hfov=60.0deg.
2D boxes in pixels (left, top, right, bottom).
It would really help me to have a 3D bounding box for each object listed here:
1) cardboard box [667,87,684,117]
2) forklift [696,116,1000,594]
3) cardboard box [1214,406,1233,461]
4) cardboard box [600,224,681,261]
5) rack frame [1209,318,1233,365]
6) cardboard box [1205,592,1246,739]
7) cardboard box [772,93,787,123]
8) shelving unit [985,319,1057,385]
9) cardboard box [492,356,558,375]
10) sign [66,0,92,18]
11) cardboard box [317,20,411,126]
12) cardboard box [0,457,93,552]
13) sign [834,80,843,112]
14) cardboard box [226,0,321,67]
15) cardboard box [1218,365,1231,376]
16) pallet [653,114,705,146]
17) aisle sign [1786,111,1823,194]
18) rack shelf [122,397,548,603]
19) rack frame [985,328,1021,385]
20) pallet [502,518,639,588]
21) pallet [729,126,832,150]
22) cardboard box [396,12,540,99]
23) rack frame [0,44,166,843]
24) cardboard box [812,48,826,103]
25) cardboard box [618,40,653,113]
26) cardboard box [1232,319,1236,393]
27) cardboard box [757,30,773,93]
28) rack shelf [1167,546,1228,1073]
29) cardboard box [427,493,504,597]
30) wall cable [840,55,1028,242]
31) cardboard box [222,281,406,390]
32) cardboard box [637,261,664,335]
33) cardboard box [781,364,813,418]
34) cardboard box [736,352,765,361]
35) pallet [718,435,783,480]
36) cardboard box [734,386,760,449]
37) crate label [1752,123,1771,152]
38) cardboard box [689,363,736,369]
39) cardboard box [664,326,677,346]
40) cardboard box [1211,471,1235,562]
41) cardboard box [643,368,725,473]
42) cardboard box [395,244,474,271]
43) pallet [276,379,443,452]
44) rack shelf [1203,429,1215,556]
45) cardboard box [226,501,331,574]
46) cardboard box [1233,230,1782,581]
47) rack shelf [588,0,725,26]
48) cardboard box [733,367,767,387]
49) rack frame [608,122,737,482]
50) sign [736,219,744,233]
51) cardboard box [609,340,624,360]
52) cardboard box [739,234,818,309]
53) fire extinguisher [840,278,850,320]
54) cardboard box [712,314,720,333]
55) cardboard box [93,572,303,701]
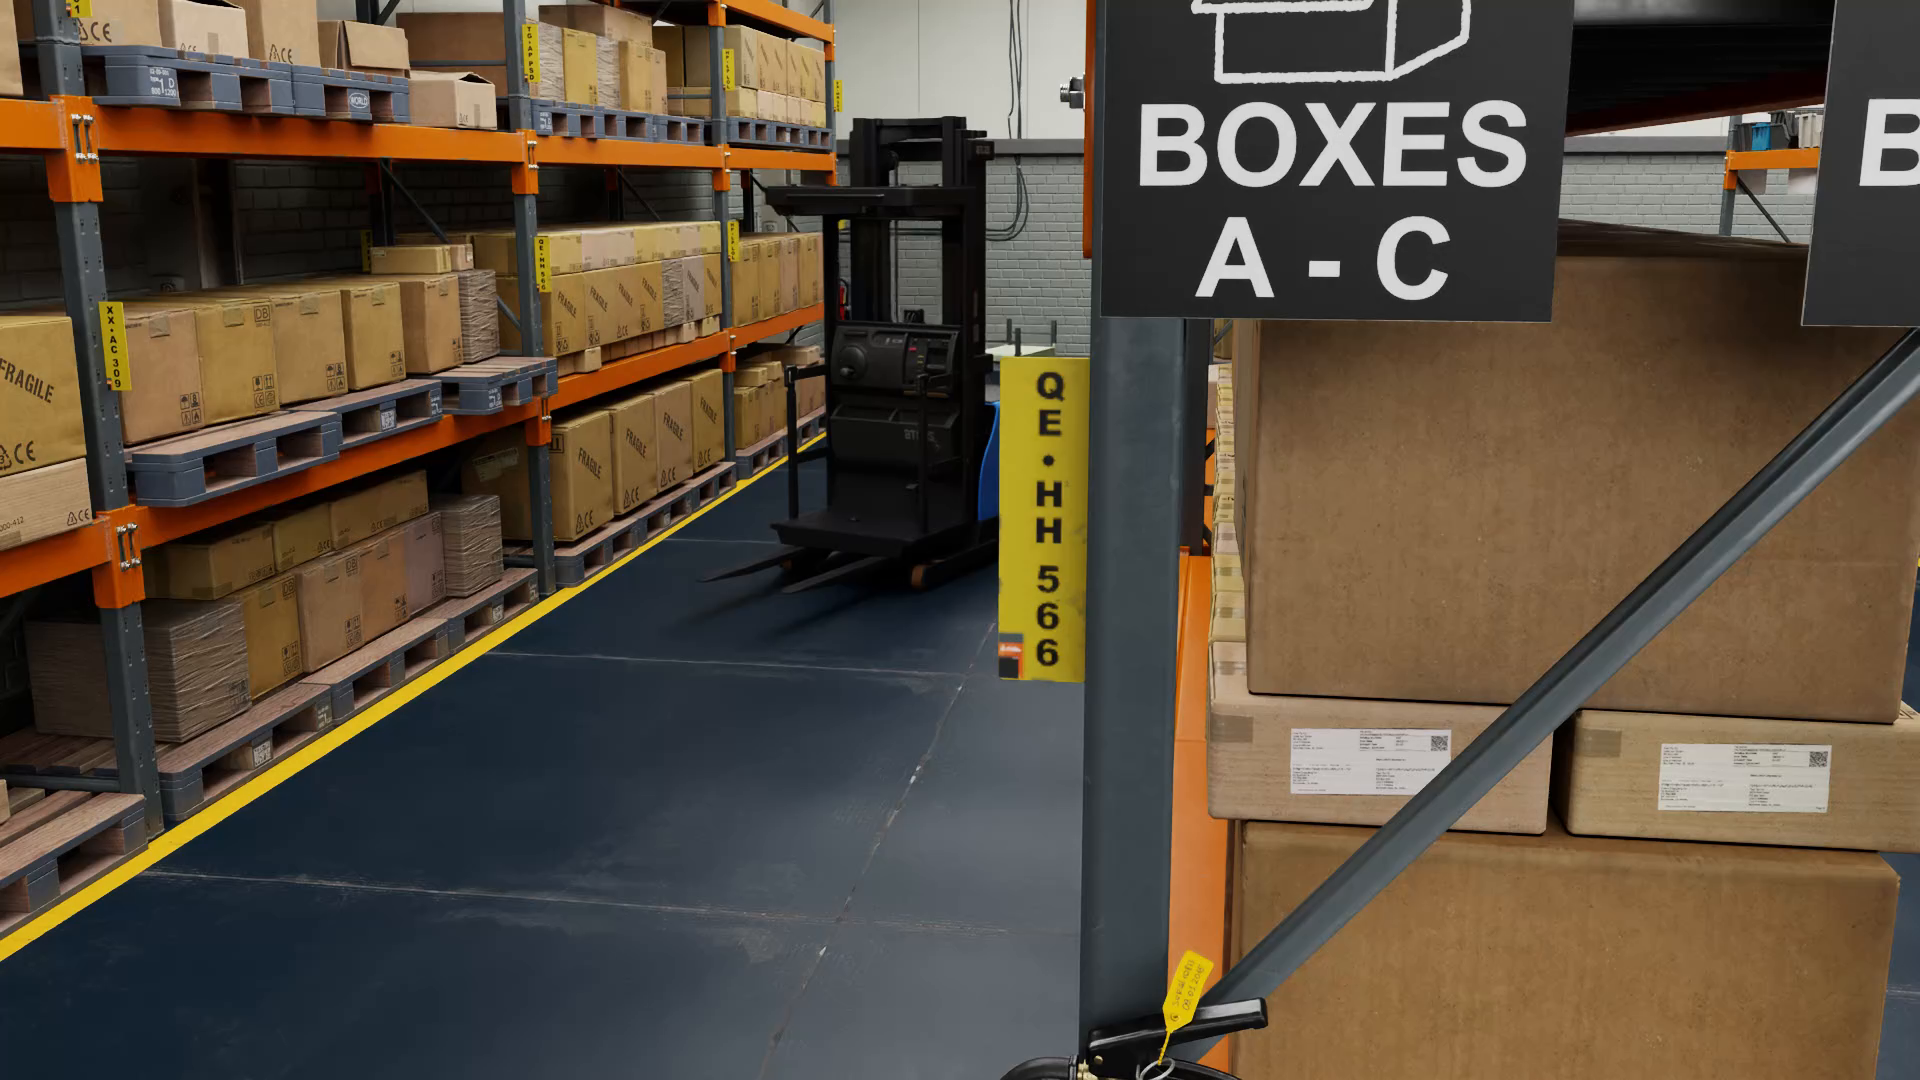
[{"bbox_3d":[-2.554,-3.770,14.369,0.500,0.250,0.500,2,12,9],"label":"cardboard box"},{"bbox_3d":[-0.534,-1.222,10.708,1.130,2.935,3.031,7,14,29],"label":"forklift"},{"bbox_3d":[0.849,-0.251,4.262,0.380,0.149,0.250,1,12,7],"label":"cardboard box"},{"bbox_3d":[-2.413,-2.226,12.430,0.500,0.250,0.500,2,12,10],"label":"cardboard box"},{"bbox_3d":[1.853,-0.980,9.422,1.000,3.000,0.127,2,12,9],"label":"rack frame"},{"bbox_3d":[0.532,0.179,2.267,0.380,0.149,0.250,2,12,10],"label":"cardboard box"},{"bbox_3d":[-1.896,-3.968,15.287,0.500,0.250,0.500,2,12,7],"label":"cardboard box"},{"bbox_3d":[0.397,-0.876,12.500,0.431,1.500,0.755,5,13,23],"label":"shelving unit"},{"bbox_3d":[-2.763,-1.088,10.471,0.380,0.149,0.250,2,12,8],"label":"cardboard box"},{"bbox_3d":[-3.120,-2.011,5.855,0.100,0.325,0.005,2,12,9],"label":"sign"},{"bbox_3d":[-3.333,-2.400,8.596,0.797,0.503,0.637,4,13,17],"label":"cardboard box"},{"bbox_3d":[-3.431,-0.135,5.811,0.500,0.250,0.500,2,12,9],"label":"cardboard box"},{"bbox_3d":[-1.278,-4.645,17.395,0.100,0.325,0.005,2,12,9],"label":"sign"},{"bbox_3d":[-3.305,-2.396,7.636,0.500,0.500,0.500,1,12,7],"label":"cardboard box"},{"bbox_3d":[1.005,-0.464,5.249,0.380,0.149,0.250,2,12,9],"label":"cardboard box"},{"bbox_3d":[-2.519,-3.153,12.838,0.805,0.209,1.217,1,12,6],"label":"pallet"},{"bbox_3d":[8.278,-3.761,16.153,0.394,0.787,0.004,2,12,9],"label":"aisle sign"},{"bbox_3d":[-3.350,-0.372,8.308,1.077,0.370,4.000,2,12,9],"label":"rack shelf"},{"bbox_3d":[0.250,-0.806,12.173,0.400,1.500,0.023,5,13,23],"label":"rack frame"},{"bbox_3d":[-2.847,0.061,11.208,1.003,0.211,1.213,2,12,9],"label":"pallet"},{"bbox_3d":[-1.916,-4.074,16.866,1.003,0.211,1.213,2,12,9],"label":"pallet"},{"bbox_3d":[-3.026,-2.971,10.259,0.700,0.500,0.500,1,12,4],"label":"cardboard box"},{"bbox_3d":[-3.658,-0.307,6.300,1.000,3.000,0.127,2,12,9],"label":"rack frame"},{"bbox_3d":[-1.655,-4.658,16.709,0.500,0.500,0.500,2,12,8],"label":"cardboard box"},{"bbox_3d":[-2.693,-3.405,12.273,0.700,0.500,0.500,2,12,8],"label":"cardboard box"},{"bbox_3d":[1.099,-0.633,4.494,0.700,0.500,0.500,2,12,9],"label":"cardboard box"},{"bbox_3d":[-1.968,-4.233,14.737,0.500,0.500,0.500,2,12,7],"label":"cardboard box"},{"bbox_3d":[0.930,0.620,3.703,1.077,0.370,4.000,2,12,9],"label":"rack shelf"},{"bbox_3d":[-3.102,0.018,9.677,0.700,0.500,0.500,2,12,9],"label":"cardboard box"},{"bbox_3d":[-0.589,-5.386,22.996,3.097,2.526,0.112,2,12,9],"label":"wall cable"},{"bbox_3d":[-3.274,-1.046,8.444,0.700,0.500,0.500,2,12,9],"label":"cardboard box"},{"bbox_3d":[-2.475,-1.758,12.038,0.500,0.500,0.500,2,12,10],"label":"cardboard box"},{"bbox_3d":[-1.898,-1.536,16.936,0.700,0.500,0.500,2,12,8],"label":"cardboard box"},{"bbox_3d":[-2.154,-1.779,16.524,0.380,0.149,0.250,2,12,9],"label":"cardboard box"},{"bbox_3d":[-2.233,-0.765,15.044,1.003,0.211,1.213,2,12,9],"label":"pallet"},{"bbox_3d":[-2.211,-1.108,14.953,0.700,0.500,0.500,2,12,9],"label":"cardboard box"},{"bbox_3d":[7.516,-3.696,15.259,0.408,0.251,0.502,2,12,9],"label":"crate label"},{"bbox_3d":[-2.310,-1.566,15.539,0.380,0.149,0.250,1,12,7],"label":"cardboard box"},{"bbox_3d":[-2.385,-1.569,12.702,0.380,0.149,0.250,2,12,9],"label":"cardboard box"},{"bbox_3d":[0.691,-0.036,3.265,0.380,0.149,0.250,2,12,10],"label":"cardboard box"},{"bbox_3d":[-2.399,-0.988,13.562,0.750,0.750,0.750,2,12,9],"label":"cardboard box"},{"bbox_3d":[-3.066,-1.648,9.701,0.380,0.149,0.250,0,12,1],"label":"cardboard box"},{"bbox_3d":[-3.306,-0.633,8.266,1.003,0.211,1.213,2,12,9],"label":"pallet"},{"bbox_3d":[1.545,-0.212,7.566,1.077,0.370,4.000,2,12,9],"label":"rack shelf"},{"bbox_3d":[-3.420,-0.021,8.080,0.500,0.250,0.500,2,12,7],"label":"cardboard box"},{"bbox_3d":[0.791,-0.216,2.557,0.700,0.500,0.500,2,12,7],"label":"cardboard box"},{"bbox_3d":[-2.735,-3.942,11.581,1.077,0.370,4.000,2,12,9],"label":"rack shelf"},{"bbox_3d":[-1.978,-1.491,15.188,0.380,0.149,0.250,2,12,11],"label":"cardboard box"},{"bbox_3d":[-2.427,-1.973,14.027,1.000,3.000,0.127,2,12,9],"label":"rack frame"},{"bbox_3d":[-2.359,-3.287,17.881,0.100,0.325,0.005,2,12,9],"label":"sign"},{"bbox_3d":[-2.593,-1.357,11.718,0.380,0.149,0.250,2,12,10],"label":"cardboard box"},{"bbox_3d":[-1.981,-2.694,16.661,0.980,0.700,0.700,2,12,8],"label":"cardboard box"},{"bbox_3d":[-1.333,-2.602,18.015,0.296,0.674,0.183,2,12,9],"label":"fire extinguisher"},{"bbox_3d":[-2.199,-1.780,13.683,0.380,0.149,0.250,2,12,9],"label":"cardboard box"},{"bbox_3d":[-3.531,0.436,7.737,0.700,0.500,0.500,2,12,8],"label":"cardboard box"}]
